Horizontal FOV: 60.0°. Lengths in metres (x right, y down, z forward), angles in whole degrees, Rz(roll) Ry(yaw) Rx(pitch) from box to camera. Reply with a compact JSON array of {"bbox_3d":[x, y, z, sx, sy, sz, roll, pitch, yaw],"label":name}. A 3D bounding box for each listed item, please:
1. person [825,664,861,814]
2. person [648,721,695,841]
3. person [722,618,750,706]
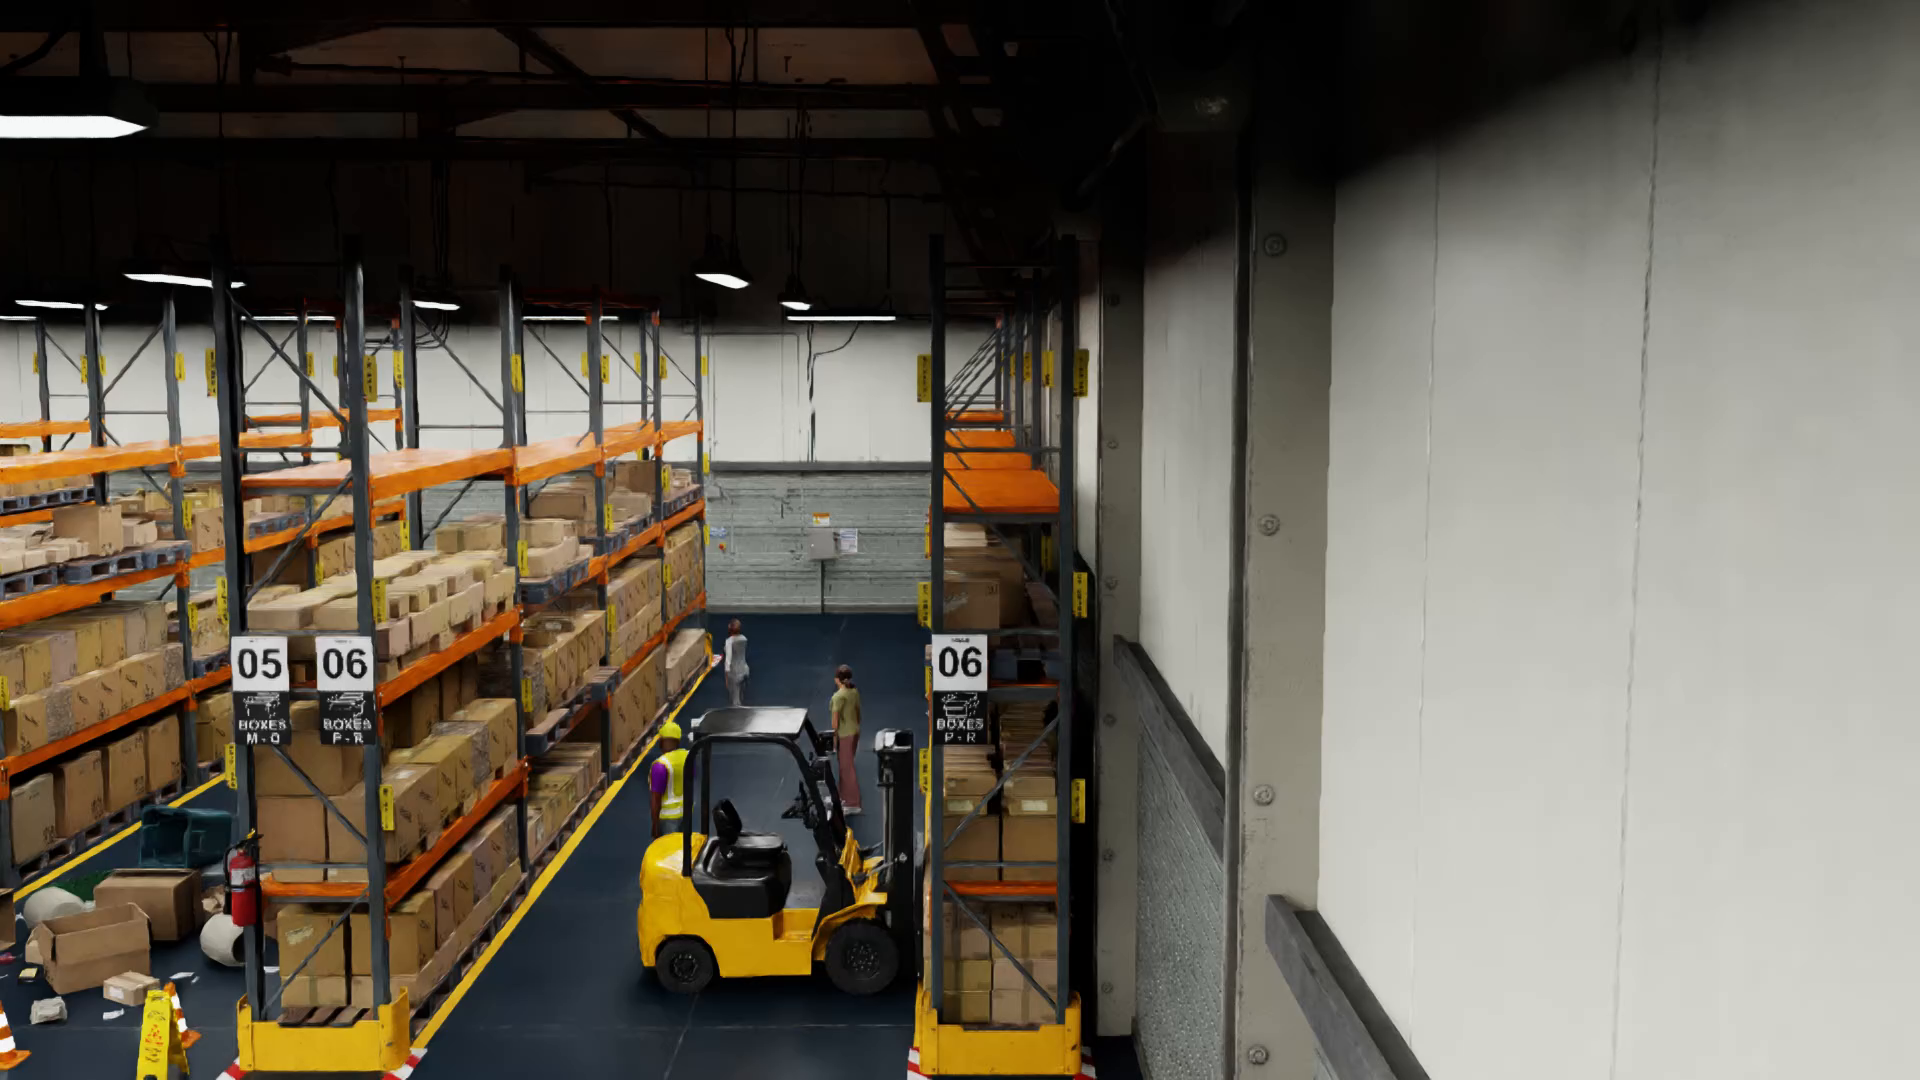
[{"bbox_3d":[-1.341,2.234,18.926,0.580,1.666,0.572,3,7,24],"label":"person"},{"bbox_3d":[-2.753,2.564,15.559,0.550,1.763,0.678,3,7,24],"label":"person"},{"bbox_3d":[-3.079,1.863,22.656,0.450,1.599,0.467,4,7,30],"label":"person"}]
